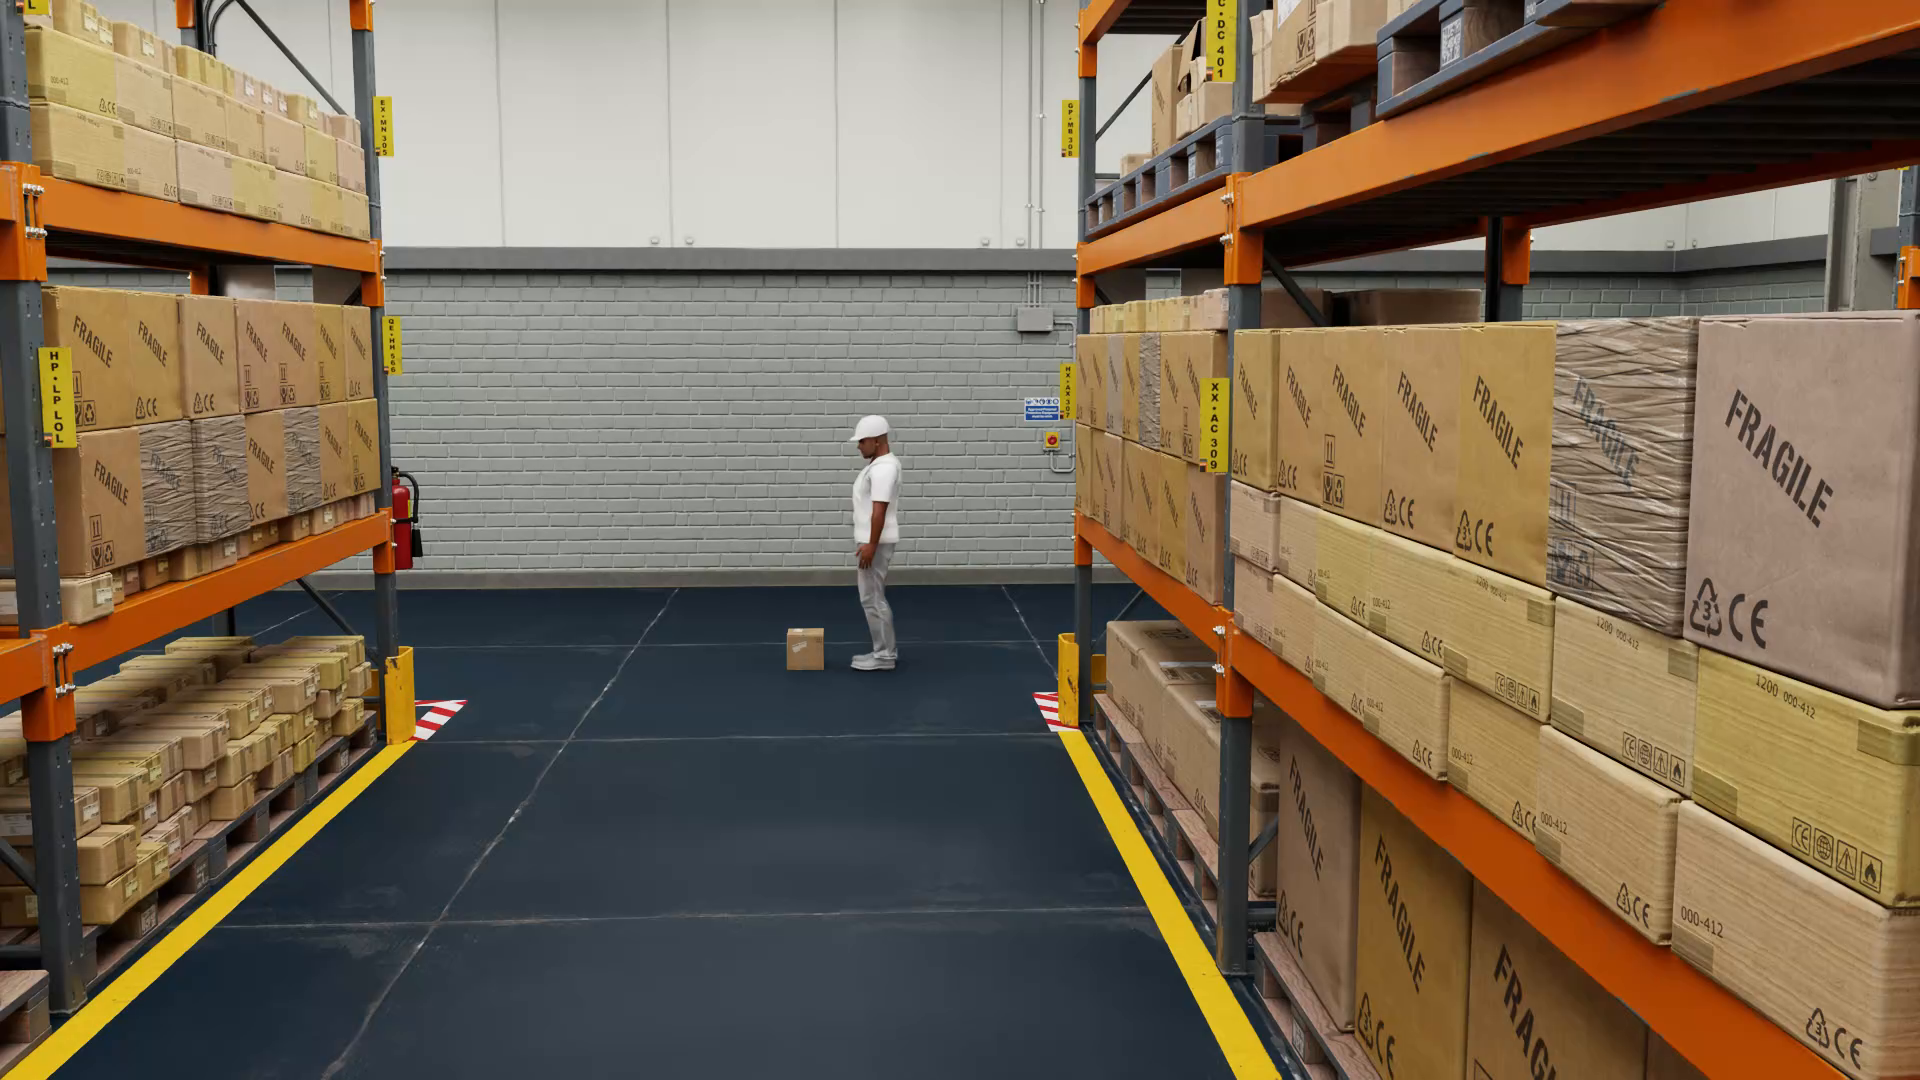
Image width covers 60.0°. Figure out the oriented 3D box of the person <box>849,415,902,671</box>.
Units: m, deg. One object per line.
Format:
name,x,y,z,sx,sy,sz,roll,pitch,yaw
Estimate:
person,-0.581,0.016,11.540,0.363,1.764,0.567,0,7,-3
